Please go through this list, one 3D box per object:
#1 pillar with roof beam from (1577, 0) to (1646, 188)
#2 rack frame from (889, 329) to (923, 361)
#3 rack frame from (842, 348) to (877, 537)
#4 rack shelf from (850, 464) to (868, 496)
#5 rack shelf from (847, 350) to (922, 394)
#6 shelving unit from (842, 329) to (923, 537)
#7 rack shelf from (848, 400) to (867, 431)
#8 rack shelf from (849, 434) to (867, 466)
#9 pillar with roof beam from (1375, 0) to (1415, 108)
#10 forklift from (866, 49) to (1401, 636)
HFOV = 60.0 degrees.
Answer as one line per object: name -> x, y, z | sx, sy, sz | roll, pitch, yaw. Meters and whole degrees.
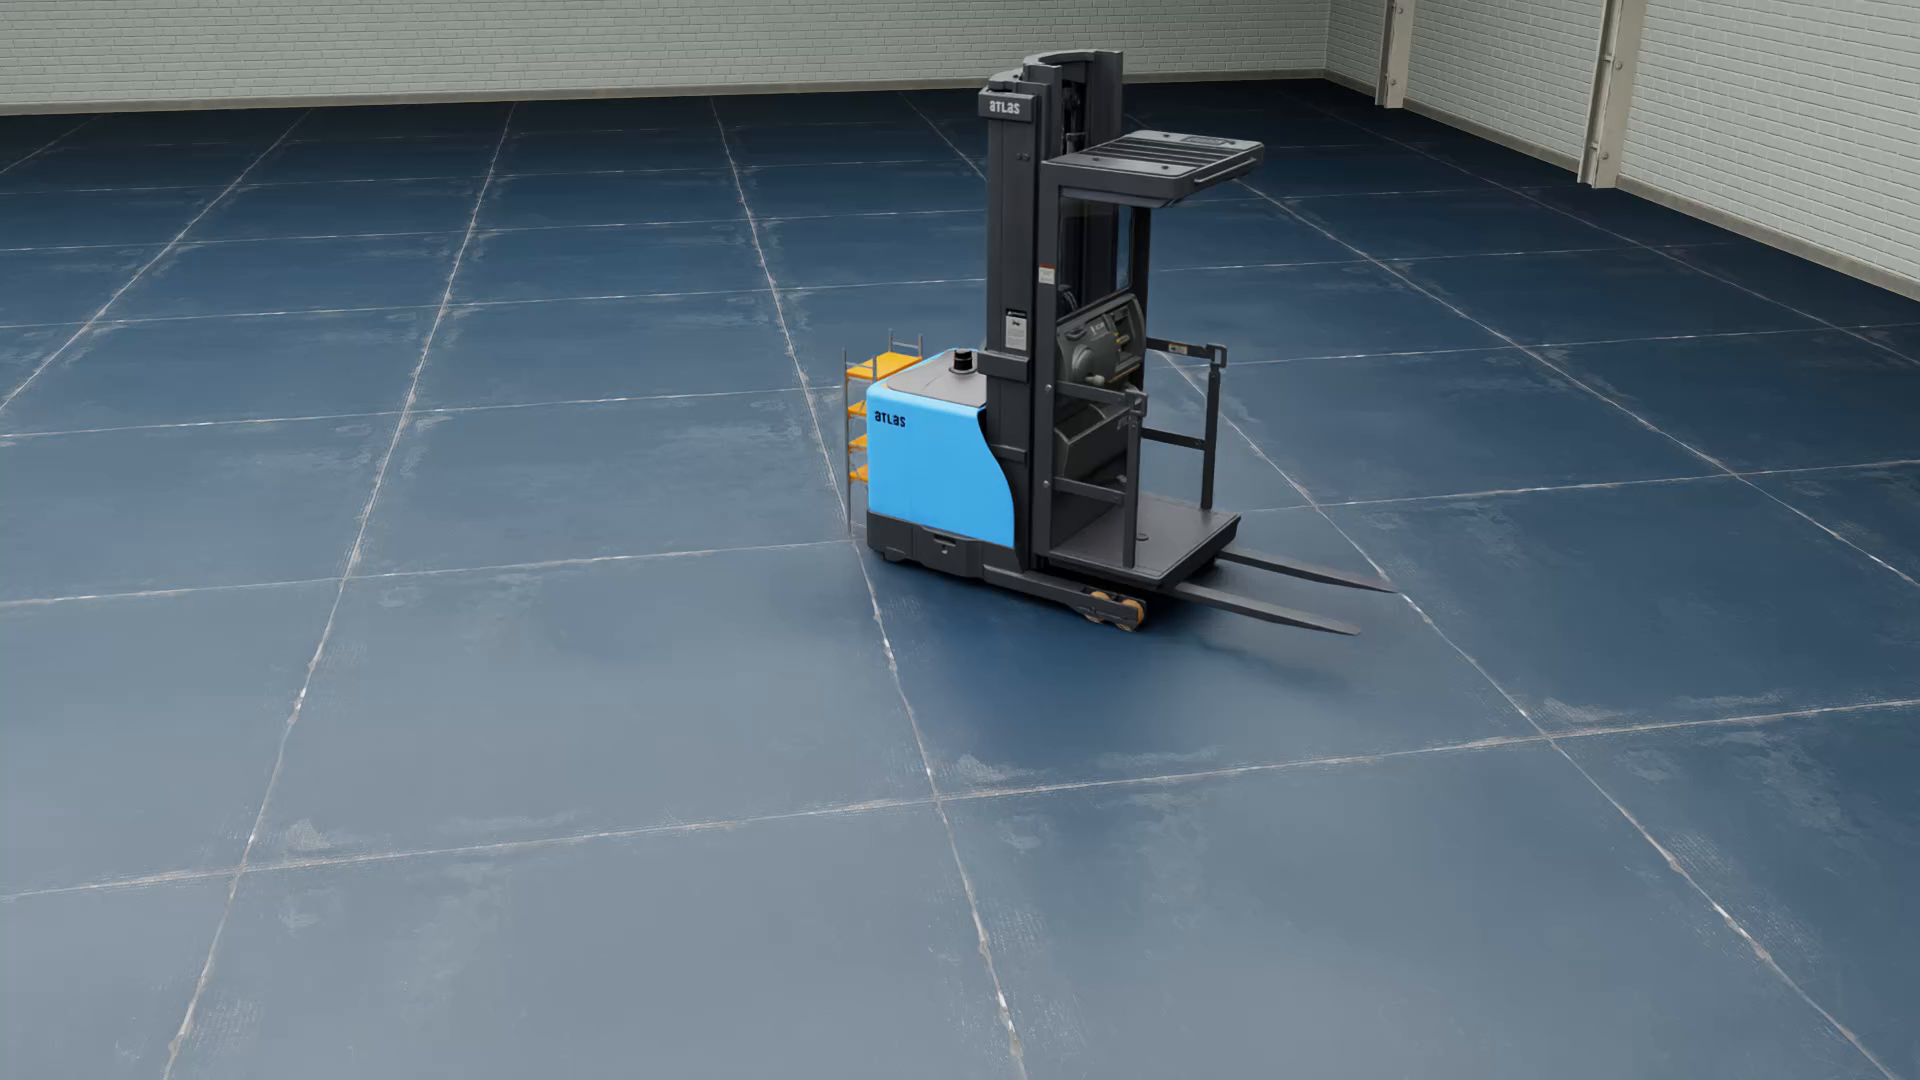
pillar with roof beam -> 3.460, -8.098, 17.548 | 9.100, 9.000, 0.400 | -4, 24, -10
rack frame -> -0.334, -0.723, 10.405 | 0.240, 1.200, 0.015 | 14, 27, 29
rack frame -> -0.593, -0.557, 10.027 | 0.240, 1.200, 0.015 | 14, 27, 29
rack shelf -> -0.464, -0.396, 10.323 | 0.258, 0.148, 0.480 | 14, 27, 29
rack shelf -> -0.464, -1.000, 10.059 | 0.258, 0.148, 0.480 | 14, 27, 29
shelving unit -> -0.464, -0.640, 10.216 | 0.258, 1.200, 0.503 | 14, 27, 29
rack shelf -> -0.464, -0.783, 10.154 | 0.258, 0.148, 0.480 | 14, 27, 29
rack shelf -> -0.464, -0.578, 10.243 | 0.258, 0.148, 0.480 | 14, 27, 29
pillar with roof beam -> 2.350, -10.458, 22.951 | 9.100, 9.000, 0.400 | -4, 24, -10
forklift -> 0.957, -1.090, 9.083 | 3.031, 2.935, 1.130 | 14, 27, 30
